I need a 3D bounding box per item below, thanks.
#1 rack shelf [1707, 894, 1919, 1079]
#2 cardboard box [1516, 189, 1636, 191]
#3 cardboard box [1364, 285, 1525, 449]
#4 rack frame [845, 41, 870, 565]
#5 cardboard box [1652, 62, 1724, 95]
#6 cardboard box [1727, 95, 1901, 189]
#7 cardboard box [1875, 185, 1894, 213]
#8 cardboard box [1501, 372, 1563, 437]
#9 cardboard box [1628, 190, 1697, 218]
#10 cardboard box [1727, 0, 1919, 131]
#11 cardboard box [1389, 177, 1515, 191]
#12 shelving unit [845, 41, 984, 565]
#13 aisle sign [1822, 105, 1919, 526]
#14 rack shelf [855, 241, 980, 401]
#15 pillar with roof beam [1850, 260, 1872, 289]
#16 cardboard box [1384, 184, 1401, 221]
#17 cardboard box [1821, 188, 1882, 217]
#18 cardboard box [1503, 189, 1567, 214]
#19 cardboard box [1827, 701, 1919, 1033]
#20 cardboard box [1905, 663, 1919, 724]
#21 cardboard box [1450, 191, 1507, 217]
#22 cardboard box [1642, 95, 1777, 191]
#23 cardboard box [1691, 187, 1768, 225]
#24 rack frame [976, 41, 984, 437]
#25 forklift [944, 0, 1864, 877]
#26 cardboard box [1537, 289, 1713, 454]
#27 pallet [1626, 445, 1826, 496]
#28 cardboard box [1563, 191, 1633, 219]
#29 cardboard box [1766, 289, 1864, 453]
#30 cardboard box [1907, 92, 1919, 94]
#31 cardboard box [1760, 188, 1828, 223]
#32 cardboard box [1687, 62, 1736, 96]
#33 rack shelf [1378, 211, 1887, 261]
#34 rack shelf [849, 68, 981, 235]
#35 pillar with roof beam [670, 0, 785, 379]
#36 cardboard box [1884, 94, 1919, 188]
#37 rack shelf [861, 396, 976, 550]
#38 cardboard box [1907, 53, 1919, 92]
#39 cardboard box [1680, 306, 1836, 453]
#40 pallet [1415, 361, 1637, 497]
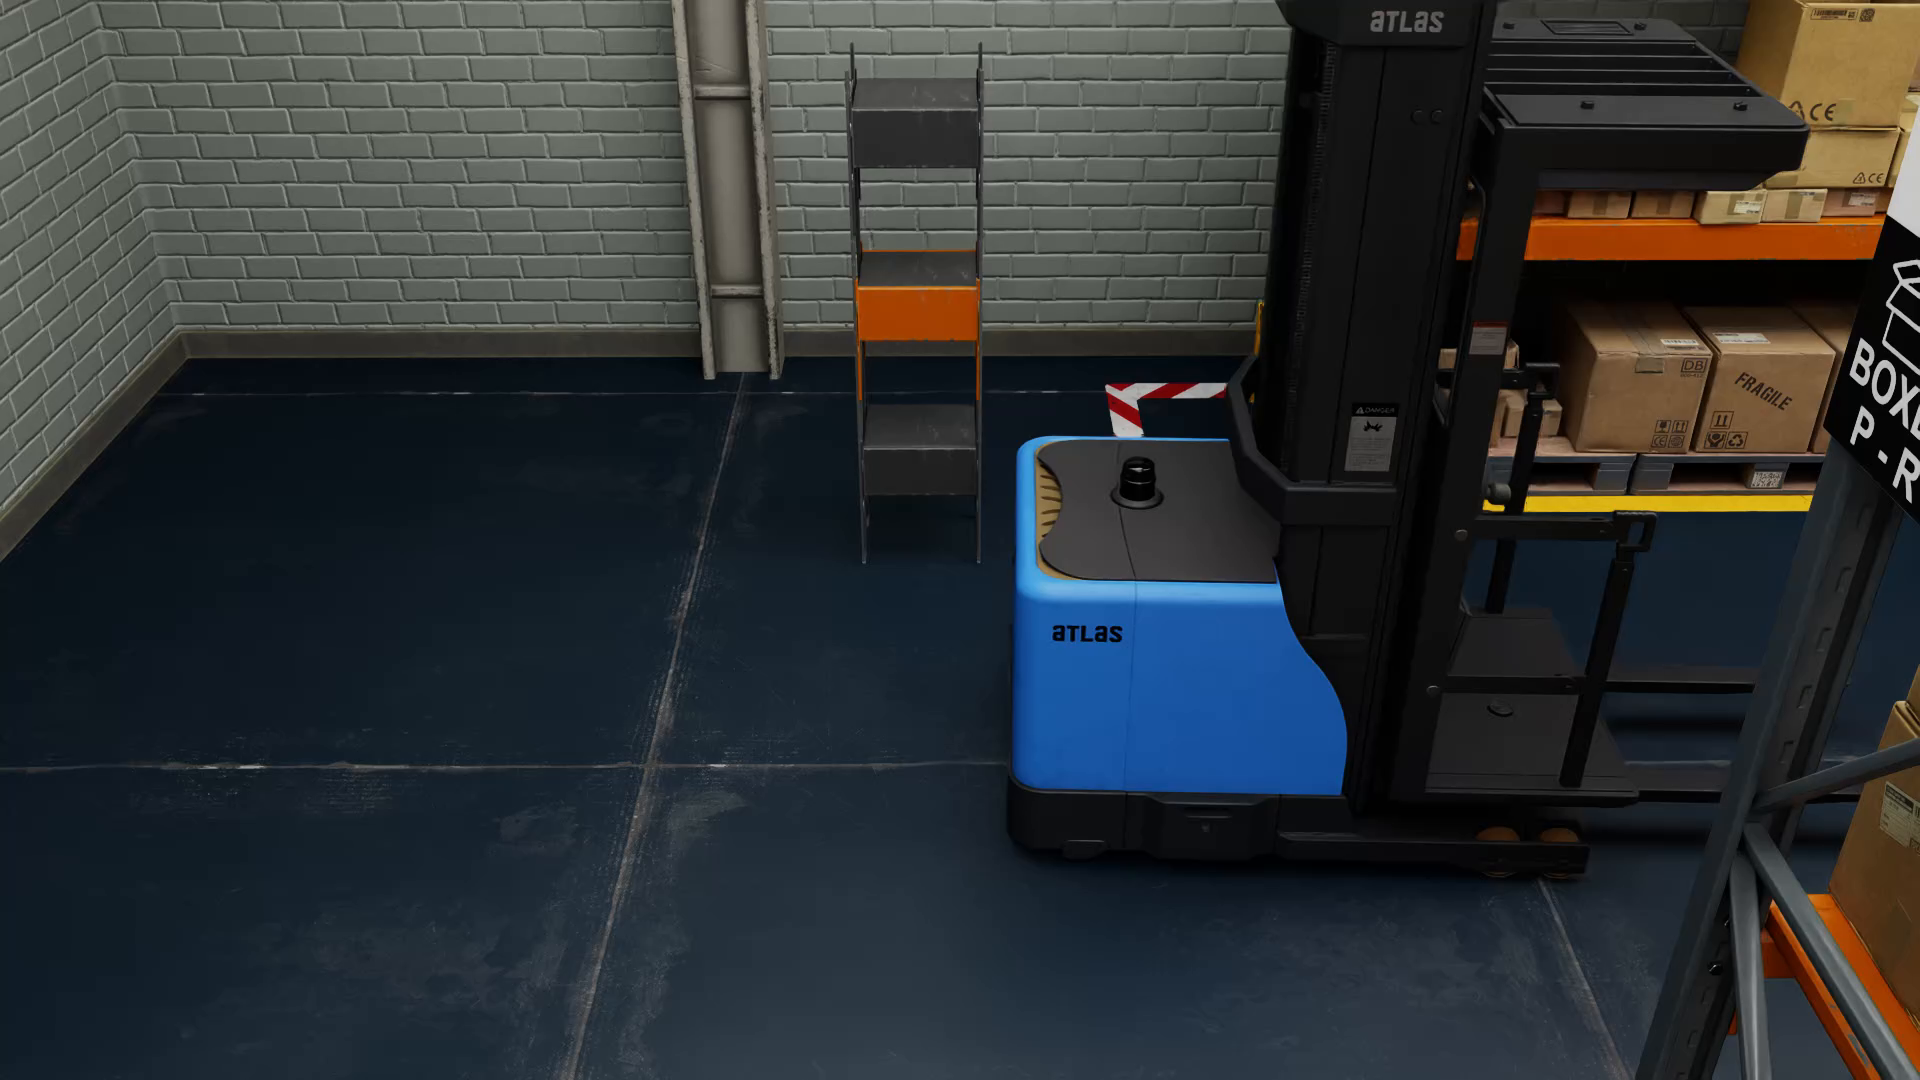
[{"bbox_3d":[3.603,1.138,3.176,4.000,0.370,1.077,0,31,0],"label":"rack shelf"},{"bbox_3d":[2.528,-1.664,6.959,0.500,0.250,0.500,0,31,0],"label":"cardboard box"},{"bbox_3d":[2.181,-0.803,7.683,0.637,0.503,0.797,-1,31,-2],"label":"cardboard box"},{"bbox_3d":[-0.410,-0.896,6.703,0.015,2.100,0.400,0,31,0],"label":"rack frame"},{"bbox_3d":[3.038,-1.940,7.414,0.500,0.250,0.500,1,31,1],"label":"cardboard box"},{"bbox_3d":[3.547,-1.680,6.985,0.500,0.250,0.500,-1,31,-2],"label":"cardboard box"},{"bbox_3d":[3.955,-1.541,7.140,0.250,0.149,0.380,0,31,0],"label":"cardboard box"},{"bbox_3d":[2.606,-0.632,7.744,0.250,0.149,0.380,-1,31,-2],"label":"cardboard box"},{"bbox_3d":[2.935,-1.506,7.082,0.250,0.149,0.380,0,31,0],"label":"cardboard box"},{"bbox_3d":[3.524,-1.988,6.770,0.500,0.500,0.500,1,31,1],"label":"cardboard box"},{"bbox_3d":[2.024,-1.663,6.956,0.500,0.250,0.500,0,31,0],"label":"cardboard box"},{"bbox_3d":[-0.166,-0.897,6.704,0.503,2.100,0.431,0,31,0],"label":"shelving unit"},{"bbox_3d":[1.529,-0.435,2.569,0.004,0.787,0.394,0,31,0],"label":"aisle sign"},{"bbox_3d":[-0.166,-0.885,6.712,0.480,0.518,0.431,0,31,0],"label":"rack shelf"},{"bbox_3d":[4.893,-2.547,2.774,0.400,9.000,9.100,0,31,0],"label":"pillar with roof beam"},{"bbox_3d":[1.899,-1.489,7.055,0.250,0.149,0.380,0,31,-1],"label":"cardboard box"},{"bbox_3d":[3.708,-1.515,7.098,0.250,0.149,0.380,0,31,0],"label":"cardboard box"},{"bbox_3d":[2.416,-1.533,7.127,0.250,0.149,0.380,-1,31,-1],"label":"cardboard box"},{"bbox_3d":[2.083,0.655,3.182,0.500,0.500,0.500,0,31,0],"label":"cardboard box"},{"bbox_3d":[2.083,0.242,2.900,0.500,0.500,0.500,1,31,1],"label":"cardboard box"},{"bbox_3d":[2.153,-1.514,7.096,0.250,0.149,0.380,1,31,1],"label":"cardboard box"},{"bbox_3d":[3.035,-1.668,6.965,0.500,0.250,0.500,-1,31,-1],"label":"cardboard box"},{"bbox_3d":[3.188,-1.467,7.019,0.250,0.149,0.380,-1,31,-2],"label":"cardboard box"},{"bbox_3d":[0.078,-0.898,6.706,0.015,2.100,0.400,0,31,0],"label":"rack frame"},{"bbox_3d":[1.476,-0.433,5.138,3.031,2.935,1.130,1,31,1],"label":"forklift"},{"bbox_3d":[3.036,-0.784,7.655,0.500,0.500,0.700,1,31,2],"label":"cardboard box"},{"bbox_3d":[3.659,-0.551,7.955,1.213,0.211,1.003,0,31,0],"label":"pallet"},{"bbox_3d":[2.669,-1.502,7.076,0.250,0.149,0.380,1,31,1],"label":"cardboard box"},{"bbox_3d":[4.074,-0.787,7.661,0.500,0.500,0.700,-1,31,-2],"label":"cardboard box"},{"bbox_3d":[4.055,-1.946,7.424,0.500,0.250,0.500,0,31,1],"label":"cardboard box"},{"bbox_3d":[3.451,-1.479,7.038,0.250,0.149,0.380,1,31,1],"label":"cardboard box"},{"bbox_3d":[3.561,-1.942,7.416,0.500,0.250,0.500,0,31,0],"label":"cardboard box"},{"bbox_3d":[3.569,-1.437,7.419,4.000,0.370,1.077,0,31,0],"label":"rack shelf"},{"bbox_3d":[-0.166,-1.484,6.348,0.480,0.518,0.431,0,31,0],"label":"rack shelf"},{"bbox_3d":[-1.107,-2.529,2.743,0.400,9.000,9.100,0,31,0],"label":"pillar with roof beam"},{"bbox_3d":[4.061,-1.681,6.987,0.500,0.250,0.500,0,31,-1],"label":"cardboard box"},{"bbox_3d":[-0.166,-0.287,7.075,0.480,0.518,0.431,0,31,0],"label":"rack shelf"},{"bbox_3d":[4.078,-2.267,7.230,0.500,0.500,0.500,-1,31,-2],"label":"cardboard box"},{"bbox_3d":[3.565,-0.734,7.573,0.500,0.500,0.500,0,31,1],"label":"cardboard box"},{"bbox_3d":[2.442,-0.549,7.951,1.213,0.211,1.003,0,31,0],"label":"pallet"}]
